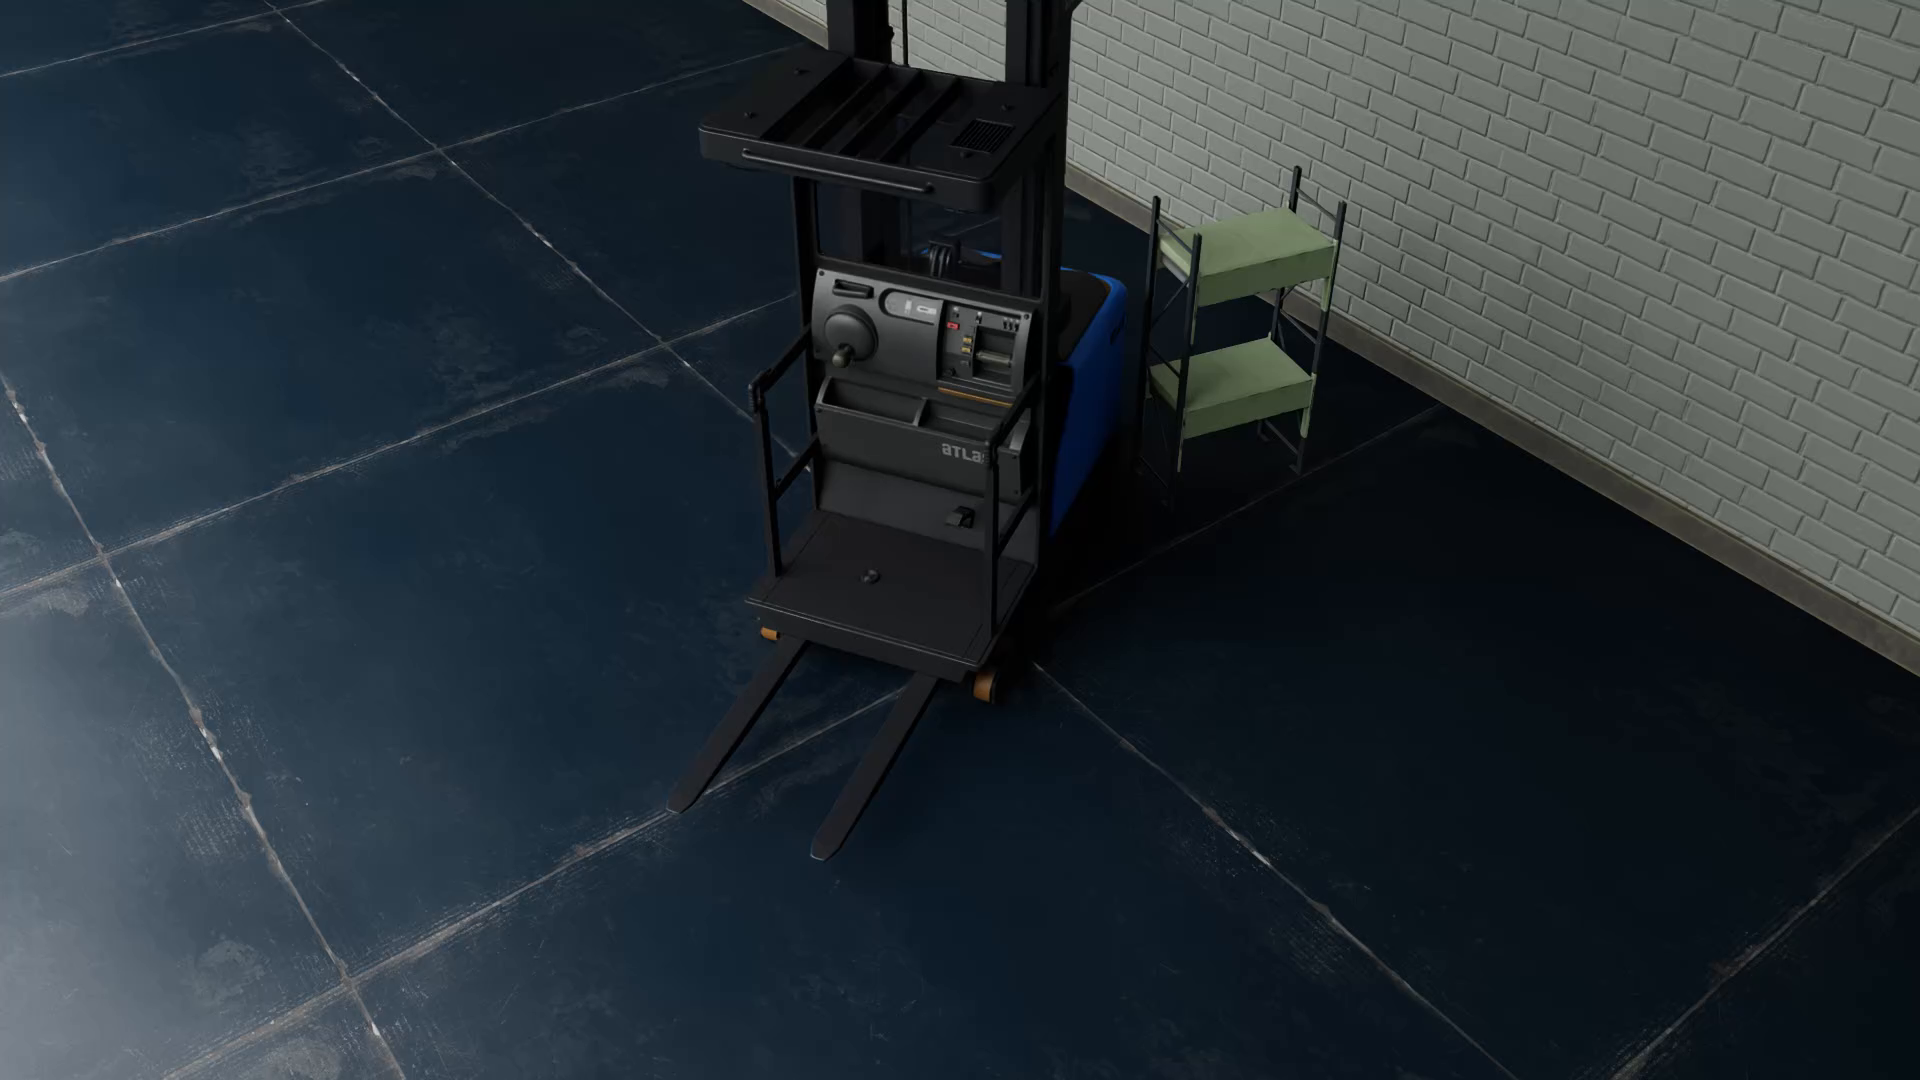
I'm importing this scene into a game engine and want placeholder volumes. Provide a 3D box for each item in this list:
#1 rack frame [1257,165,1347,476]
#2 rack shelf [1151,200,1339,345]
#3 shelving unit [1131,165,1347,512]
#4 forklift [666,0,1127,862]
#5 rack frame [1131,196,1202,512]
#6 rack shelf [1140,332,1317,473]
[{"bbox_3d":[1.617,-1.016,7.940,0.023,1.500,0.400,-15,42,-18],"label":"rack frame"},{"bbox_3d":[1.281,-1.225,7.580,0.720,0.370,0.431,-15,42,-18],"label":"rack shelf"},{"bbox_3d":[1.281,-0.924,7.827,0.755,1.500,0.431,-15,42,-18],"label":"shelving unit"},{"bbox_3d":[-0.237,-0.752,6.490,1.130,2.935,3.031,14,42,17],"label":"forklift"},{"bbox_3d":[0.945,-0.831,7.715,0.023,1.500,0.400,-15,42,-18],"label":"rack frame"},{"bbox_3d":[1.281,-0.672,8.034,0.720,0.370,0.431,-15,42,-18],"label":"rack shelf"}]
